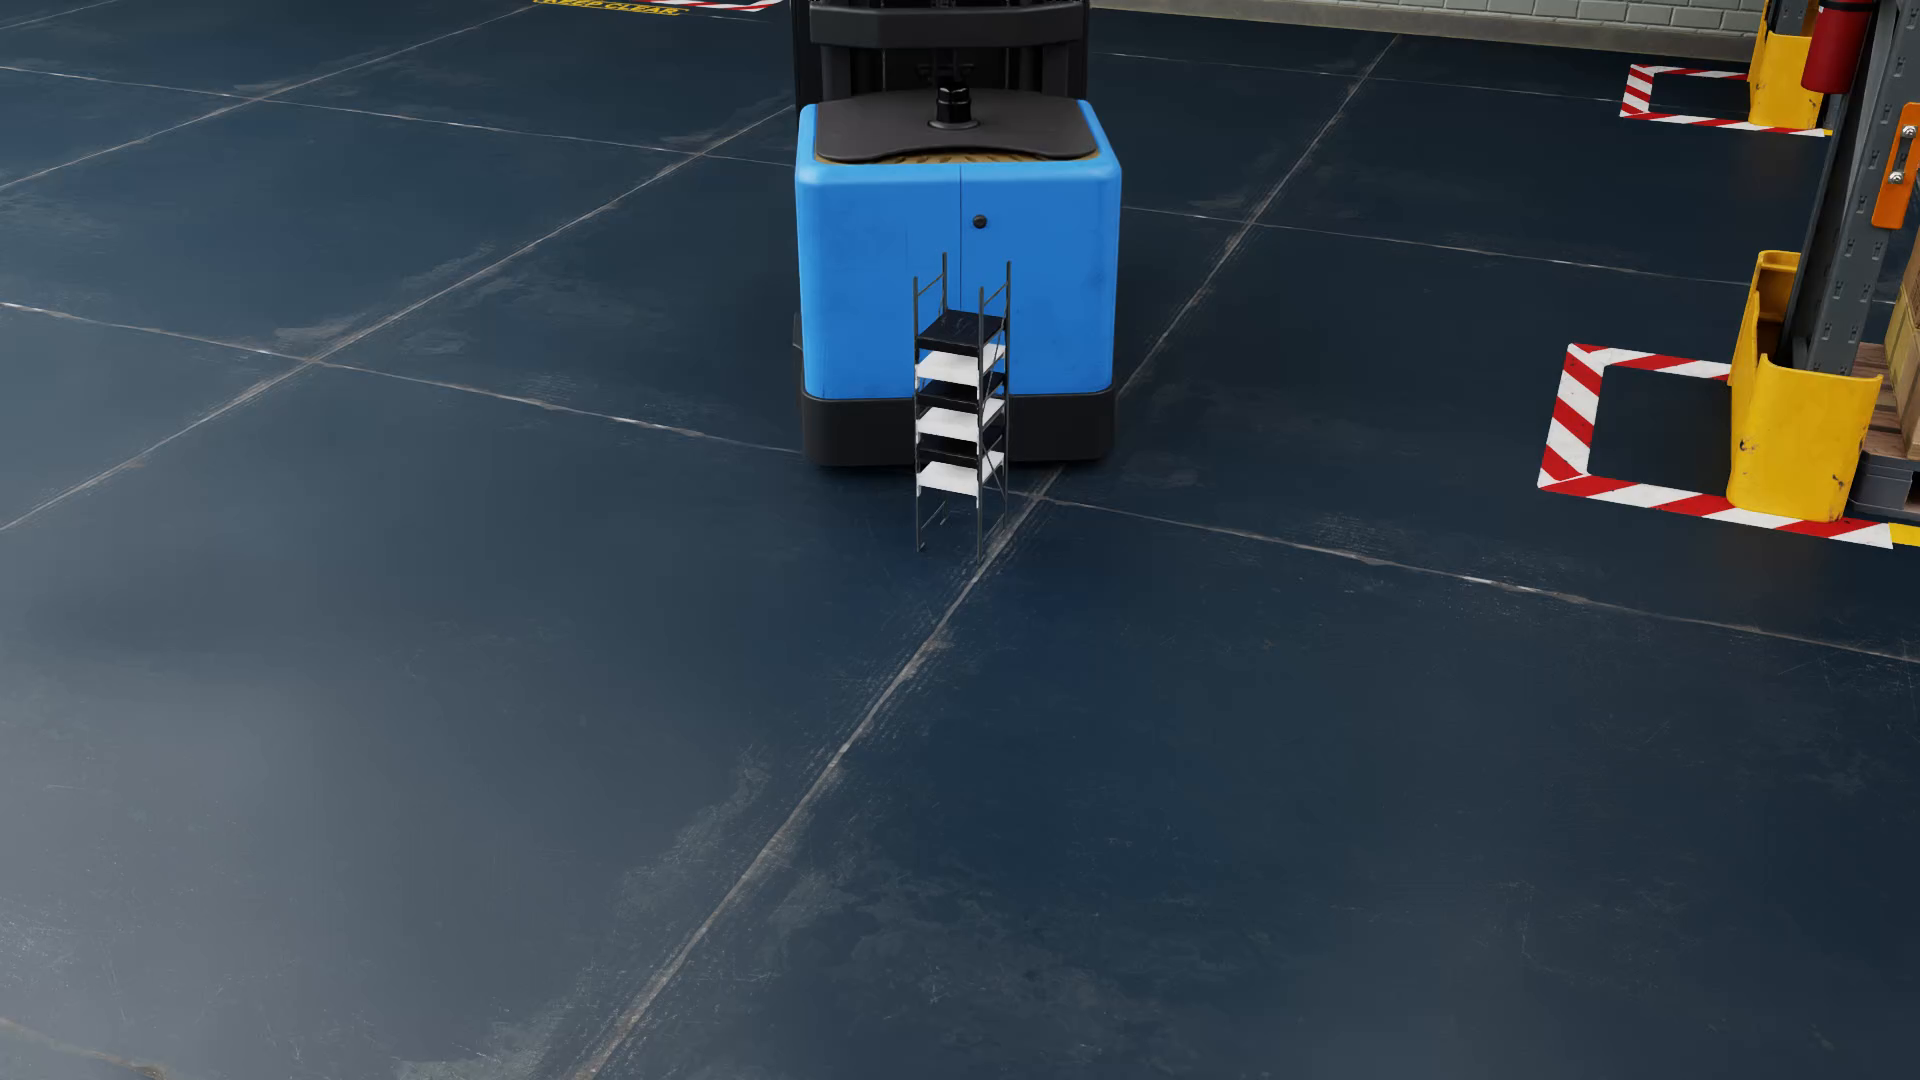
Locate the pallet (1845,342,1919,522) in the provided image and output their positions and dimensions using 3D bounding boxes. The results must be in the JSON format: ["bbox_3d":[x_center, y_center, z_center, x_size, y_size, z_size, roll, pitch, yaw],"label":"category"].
[{"bbox_3d":[3.635,-0.308,5.580,1.213,0.211,1.003,11,31,19],"label":"pallet"}]

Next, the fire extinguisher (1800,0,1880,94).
[{"bbox_3d":[2.976,-1.844,5.543,0.183,0.674,0.296,11,31,19],"label":"fire extinguisher"}]

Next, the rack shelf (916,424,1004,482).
[{"bbox_3d":[0.008,-0.283,5.087,0.200,0.077,0.258,11,31,19],"label":"rack shelf"}]

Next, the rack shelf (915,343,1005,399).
[{"bbox_3d":[0.008,-0.518,4.954,0.200,0.077,0.258,11,31,19],"label":"rack shelf"}]

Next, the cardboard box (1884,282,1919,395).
[{"bbox_3d":[3.518,-0.665,5.746,0.500,0.250,0.500,11,31,19],"label":"cardboard box"}]

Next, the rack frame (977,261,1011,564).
[{"bbox_3d":[0.102,-0.371,4.993,0.006,0.900,0.240,11,31,19],"label":"rack frame"}]

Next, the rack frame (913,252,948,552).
[{"bbox_3d":[-0.087,-0.409,5.059,0.006,0.900,0.240,11,31,19],"label":"rack frame"}]

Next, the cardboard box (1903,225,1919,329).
[{"bbox_3d":[3.519,-0.993,5.563,0.500,0.500,0.500,11,31,19],"label":"cardboard box"}]

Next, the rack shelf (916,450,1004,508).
[{"bbox_3d":[0.008,-0.205,5.131,0.200,0.077,0.258,11,31,19],"label":"rack shelf"}]

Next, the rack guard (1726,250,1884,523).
[{"bbox_3d":[2.888,-0.560,5.733,0.348,0.500,1.175,11,31,19],"label":"rack guard"}]

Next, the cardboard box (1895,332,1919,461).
[{"bbox_3d":[3.324,-0.429,5.328,0.500,0.250,0.500,11,31,19],"label":"cardboard box"}]

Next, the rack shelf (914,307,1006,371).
[{"bbox_3d":[0.008,-0.596,4.909,0.200,0.077,0.258,11,31,19],"label":"rack shelf"}]

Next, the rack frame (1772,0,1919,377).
[{"bbox_3d":[2.910,-1.644,5.110,0.127,3.000,1.000,11,31,19],"label":"rack frame"}]

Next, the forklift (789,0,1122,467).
[{"bbox_3d":[-0.088,-2.213,6.186,1.130,2.935,3.031,-2,30,-3],"label":"forklift"}]

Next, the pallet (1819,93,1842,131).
[{"bbox_3d":[5.579,-2.509,9.474,1.213,0.211,1.003,11,31,19],"label":"pallet"}]

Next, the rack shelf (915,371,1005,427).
[{"bbox_3d":[0.008,-0.440,4.998,0.200,0.077,0.258,11,31,19],"label":"rack shelf"}]

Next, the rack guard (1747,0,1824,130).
[{"bbox_3d":[4.840,-2.801,9.698,0.348,0.500,1.175,11,31,19],"label":"rack guard"}]

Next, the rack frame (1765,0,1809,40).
[{"bbox_3d":[4.769,-3.903,9.107,0.127,3.000,1.000,11,31,19],"label":"rack frame"}]

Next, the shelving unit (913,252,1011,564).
[{"bbox_3d":[0.008,-0.390,5.026,0.210,0.900,0.258,11,31,19],"label":"shelving unit"}]

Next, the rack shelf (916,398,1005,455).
[{"bbox_3d":[0.008,-0.361,5.042,0.200,0.077,0.258,11,31,19],"label":"rack shelf"}]

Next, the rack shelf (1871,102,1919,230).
[{"bbox_3d":[4.764,-0.961,4.632,4.000,0.370,1.077,11,31,19],"label":"rack shelf"}]
